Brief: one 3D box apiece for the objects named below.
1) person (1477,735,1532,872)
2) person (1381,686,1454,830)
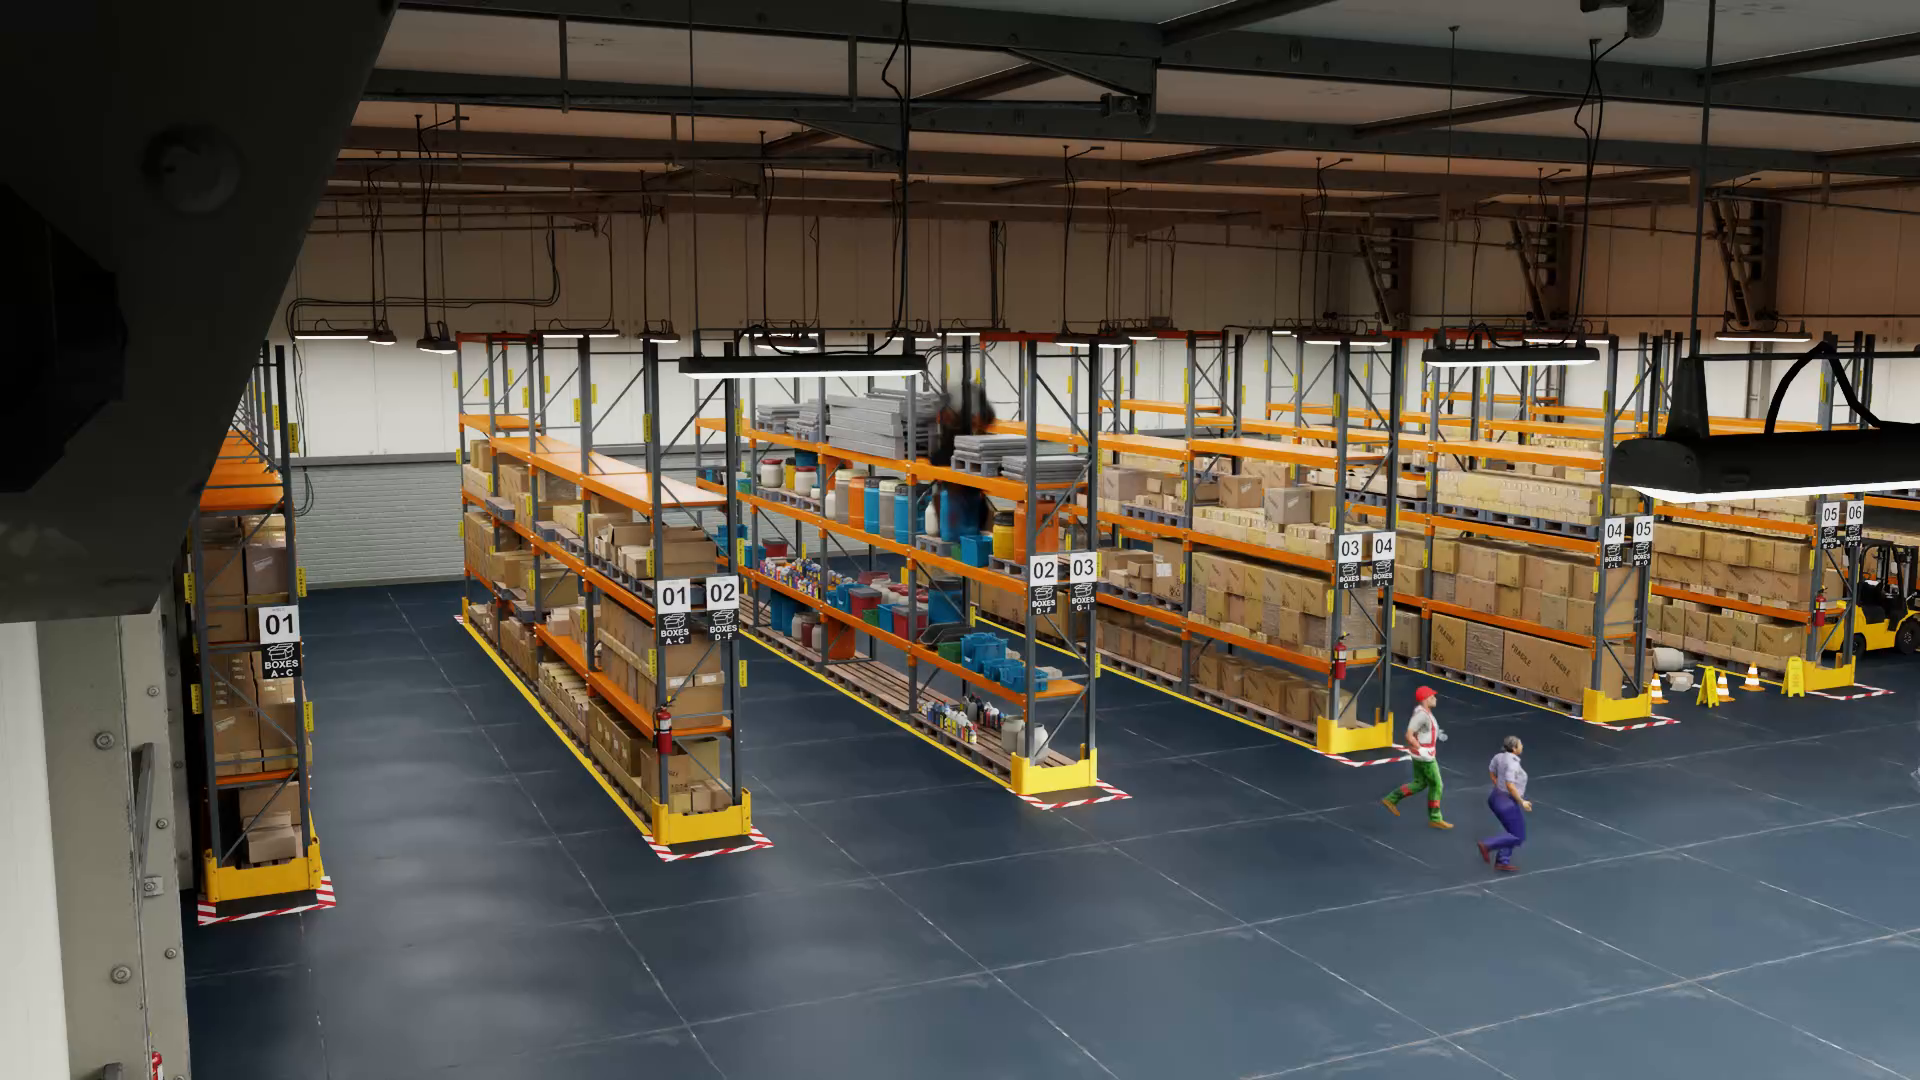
[{"bbox_3d":[6.155,3.018,18.953,0.583,1.592,0.595,-1,8,-5],"label":"person"},{"bbox_3d":[5.699,2.682,20.630,0.881,1.788,0.643,1,8,11],"label":"person"}]
